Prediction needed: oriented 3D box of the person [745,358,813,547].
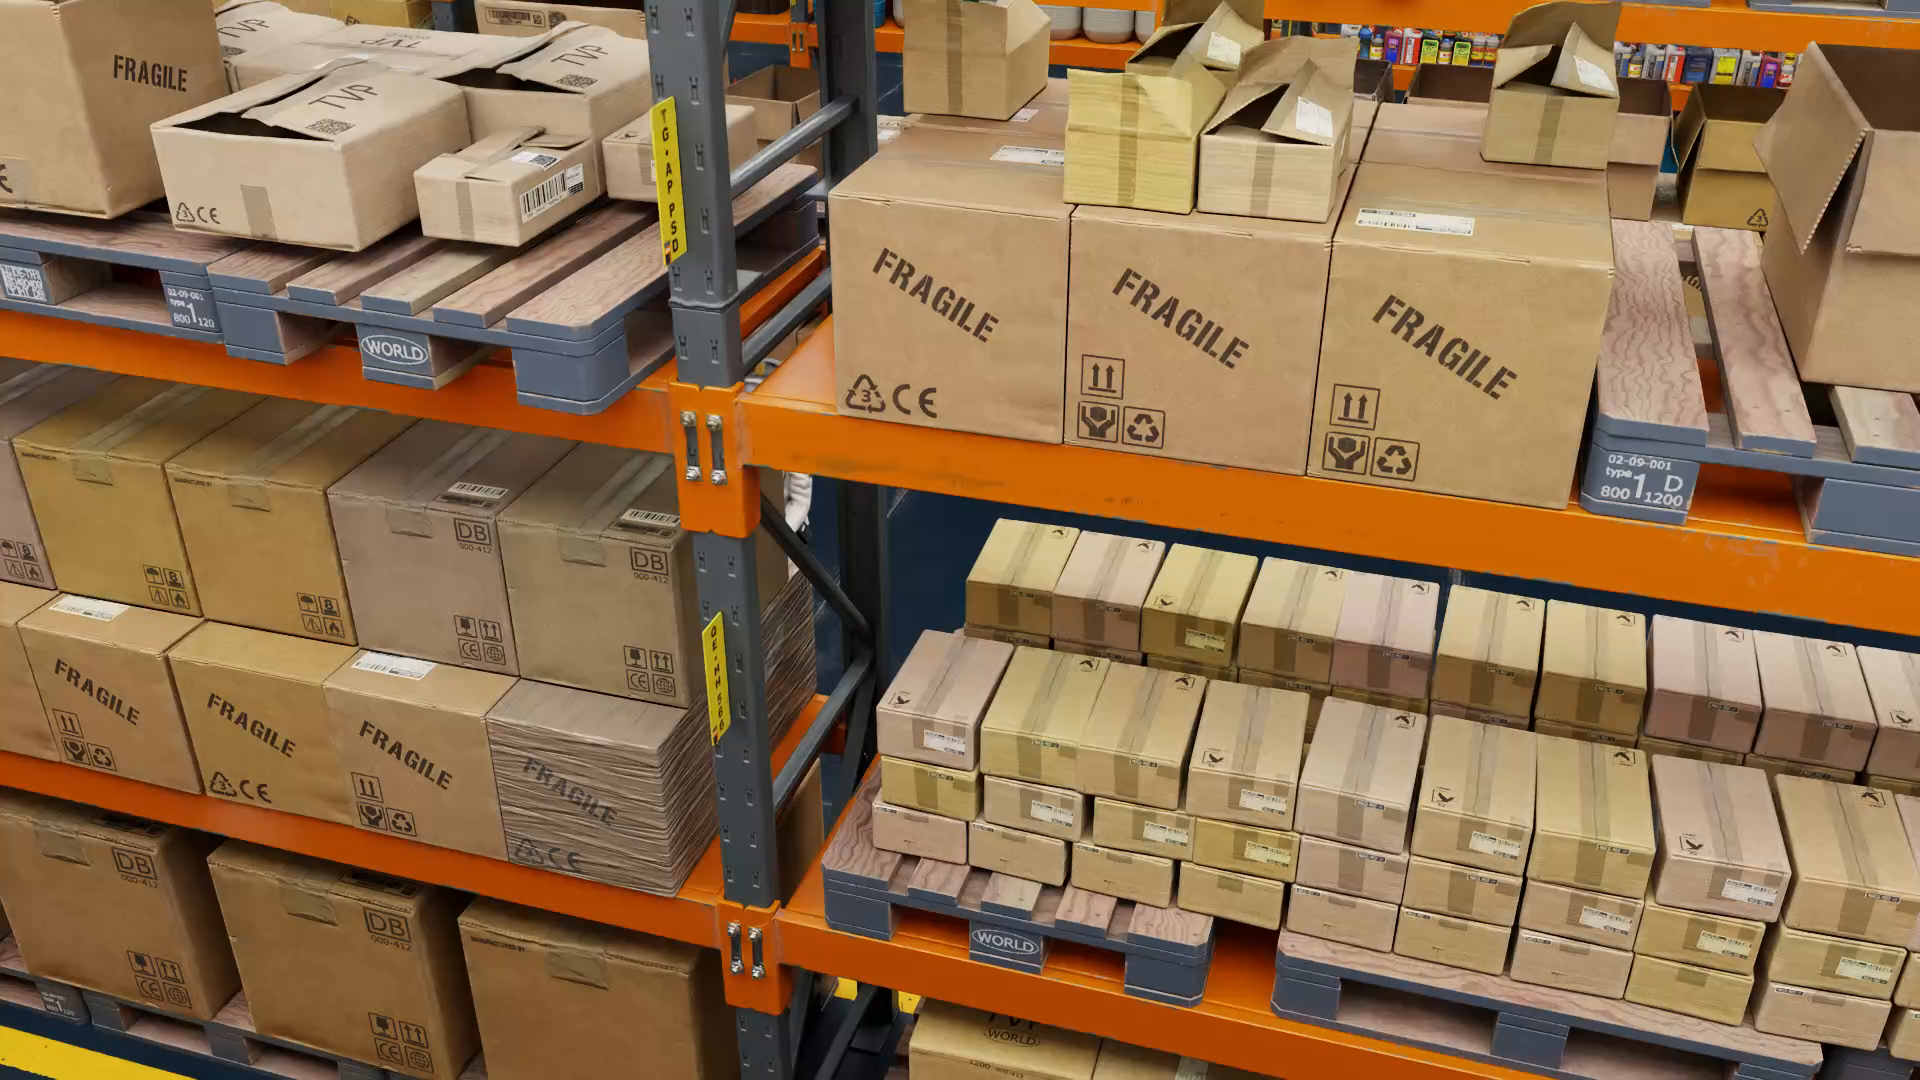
[{"bbox_3d":[-0.845,0.038,7.034,0.459,1.686,0.563,9,31,16],"label":"person"}]
